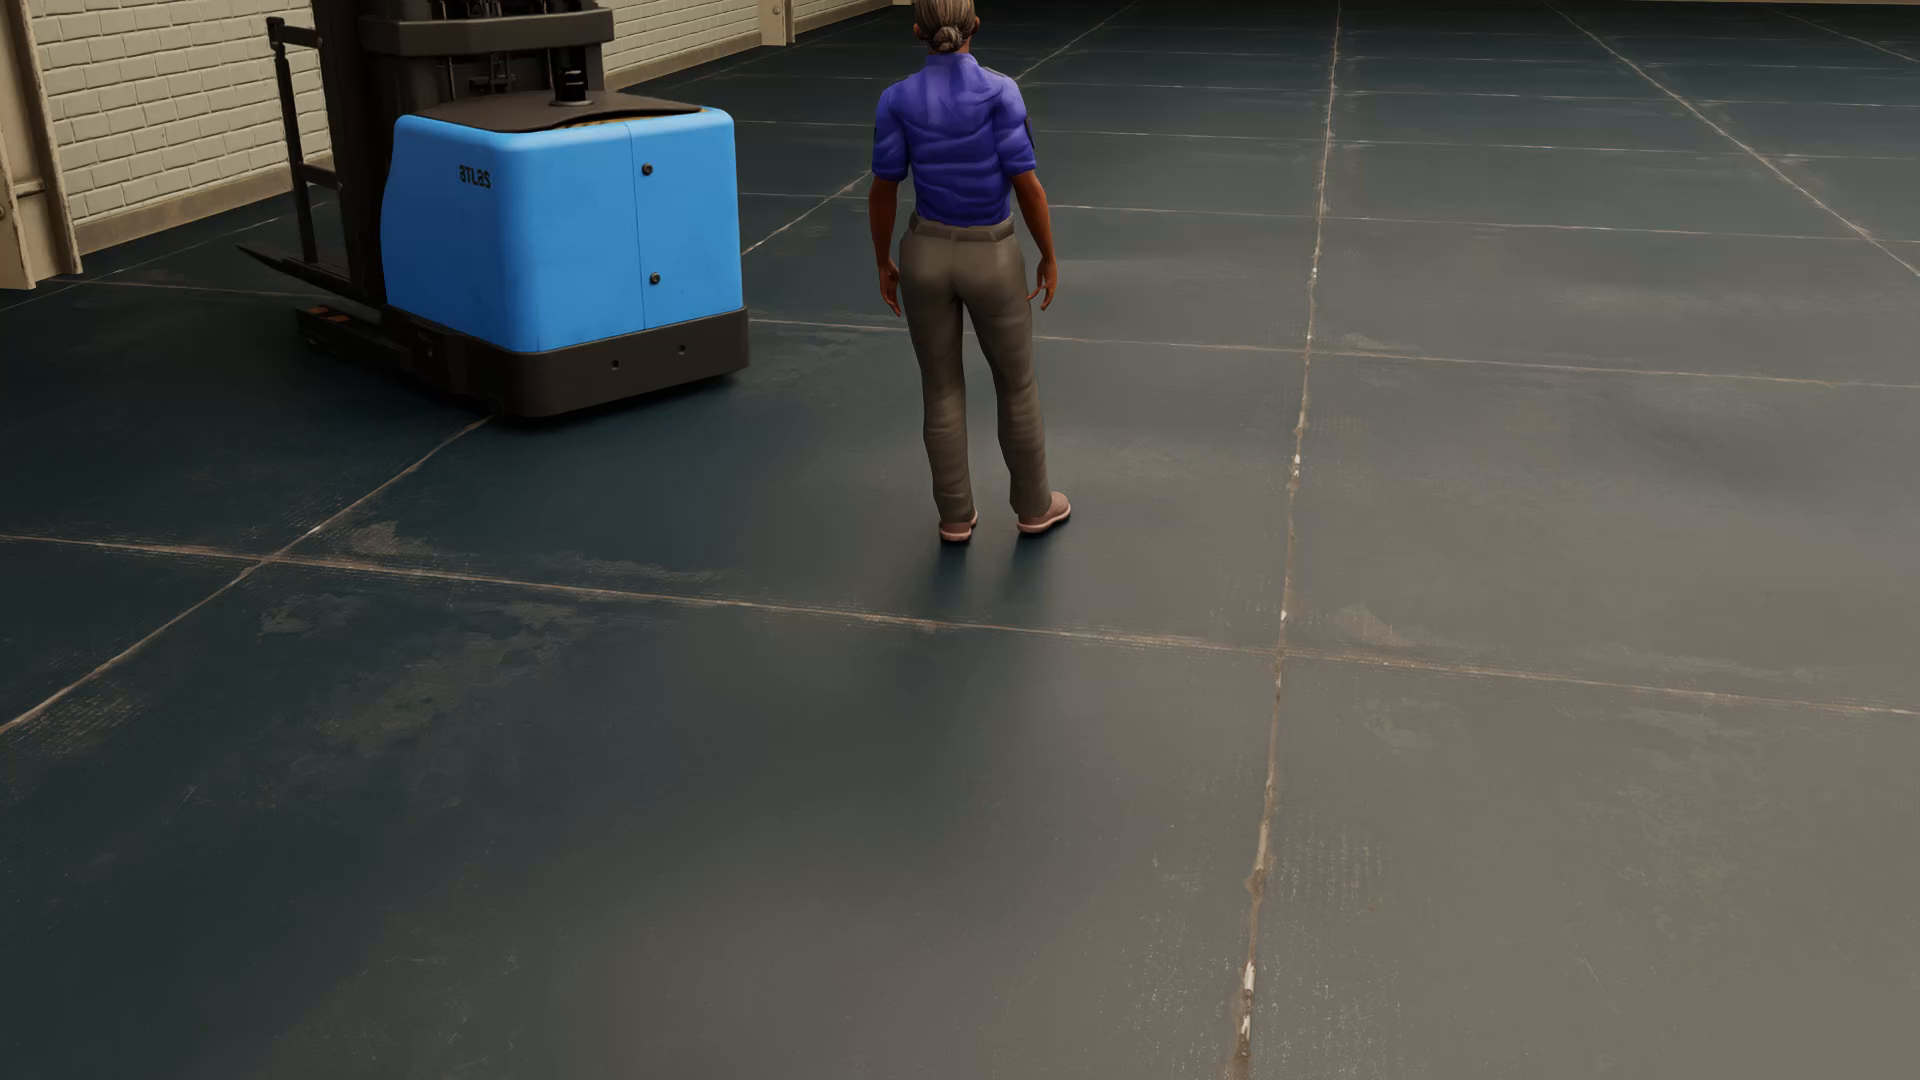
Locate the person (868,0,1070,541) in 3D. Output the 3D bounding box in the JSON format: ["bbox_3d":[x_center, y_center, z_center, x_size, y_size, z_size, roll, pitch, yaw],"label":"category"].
[{"bbox_3d":[0.038,-0.804,4.909,0.569,1.655,0.504,5,23,11],"label":"person"}]

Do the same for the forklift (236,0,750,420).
[{"bbox_3d":[-2.230,-2.267,6.827,1.130,2.935,3.031,-20,30,-40],"label":"forklift"}]
